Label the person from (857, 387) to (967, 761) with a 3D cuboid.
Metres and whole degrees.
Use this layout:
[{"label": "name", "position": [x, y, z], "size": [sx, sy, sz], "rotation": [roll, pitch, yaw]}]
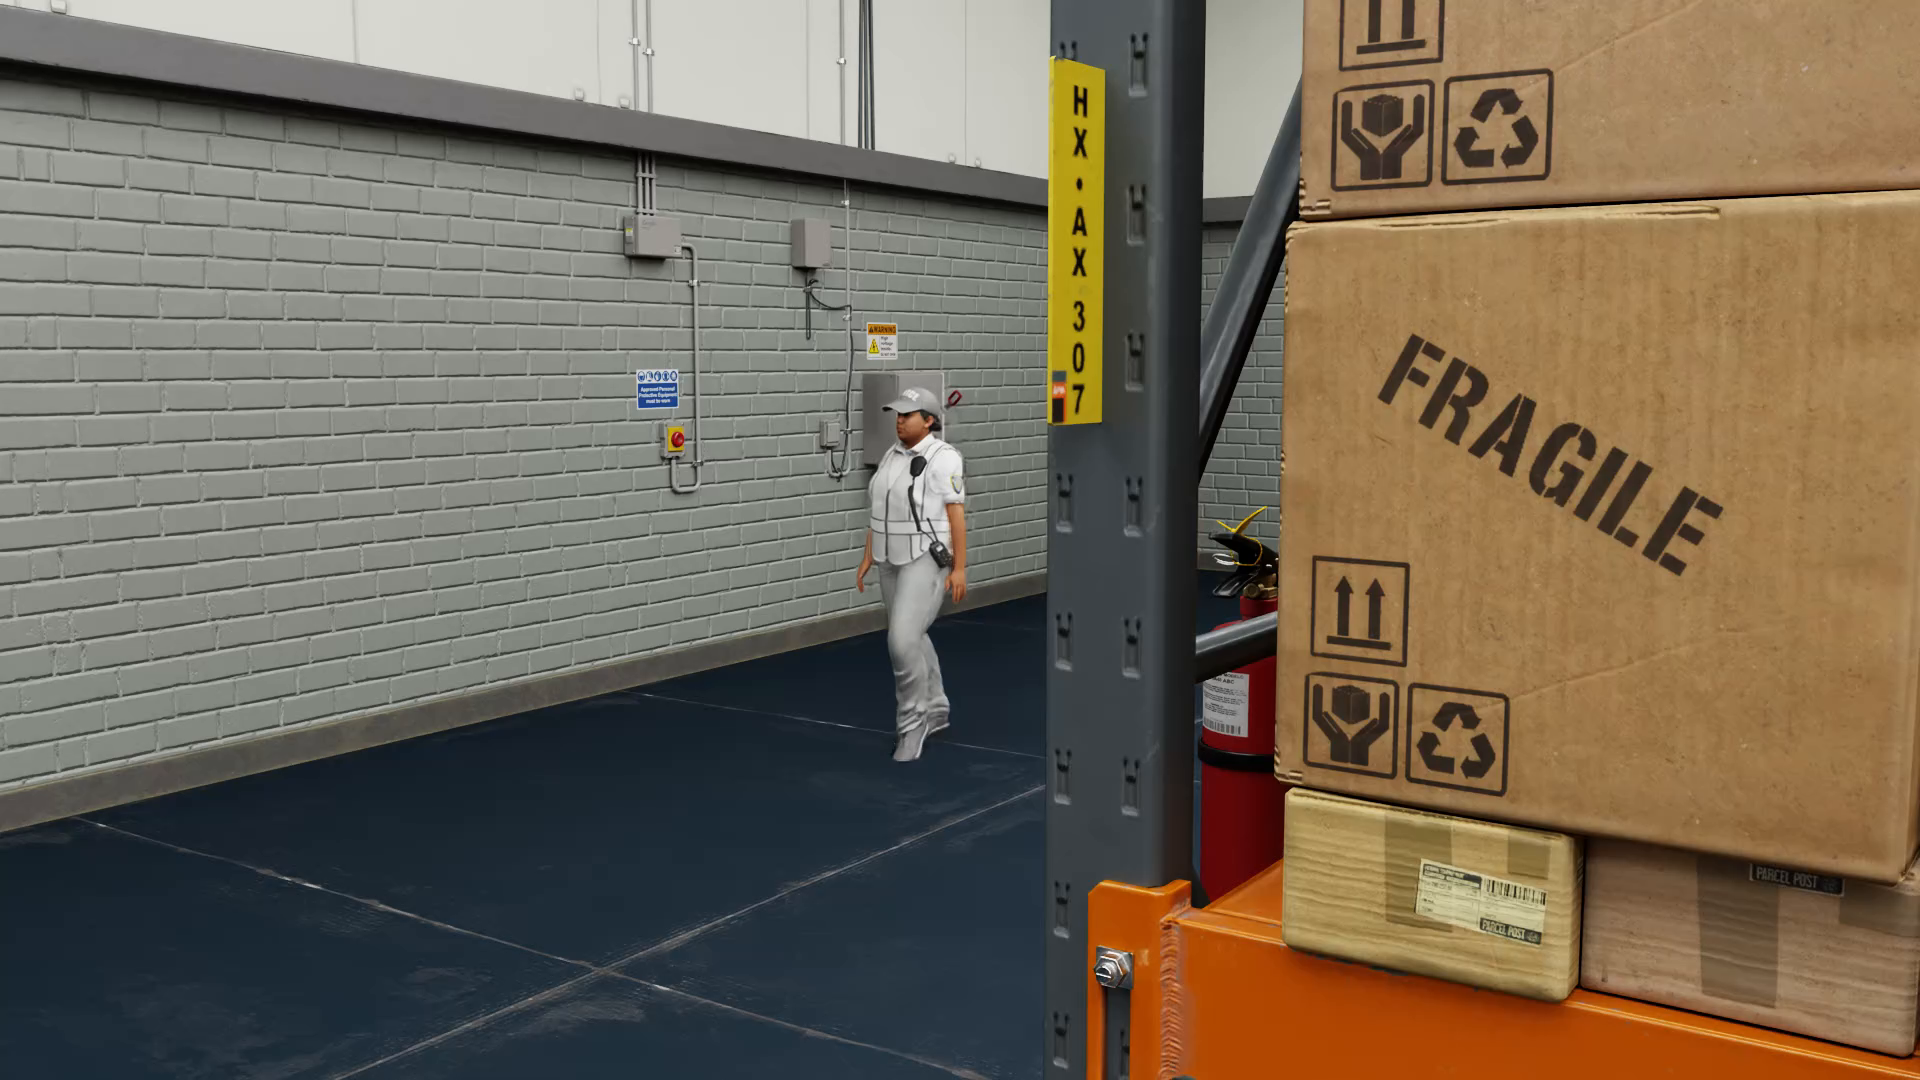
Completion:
[{"label": "person", "position": [-0.224, 0.162, 7.718], "size": [0.510, 1.738, 0.513], "rotation": [-6, 9, -42]}]
